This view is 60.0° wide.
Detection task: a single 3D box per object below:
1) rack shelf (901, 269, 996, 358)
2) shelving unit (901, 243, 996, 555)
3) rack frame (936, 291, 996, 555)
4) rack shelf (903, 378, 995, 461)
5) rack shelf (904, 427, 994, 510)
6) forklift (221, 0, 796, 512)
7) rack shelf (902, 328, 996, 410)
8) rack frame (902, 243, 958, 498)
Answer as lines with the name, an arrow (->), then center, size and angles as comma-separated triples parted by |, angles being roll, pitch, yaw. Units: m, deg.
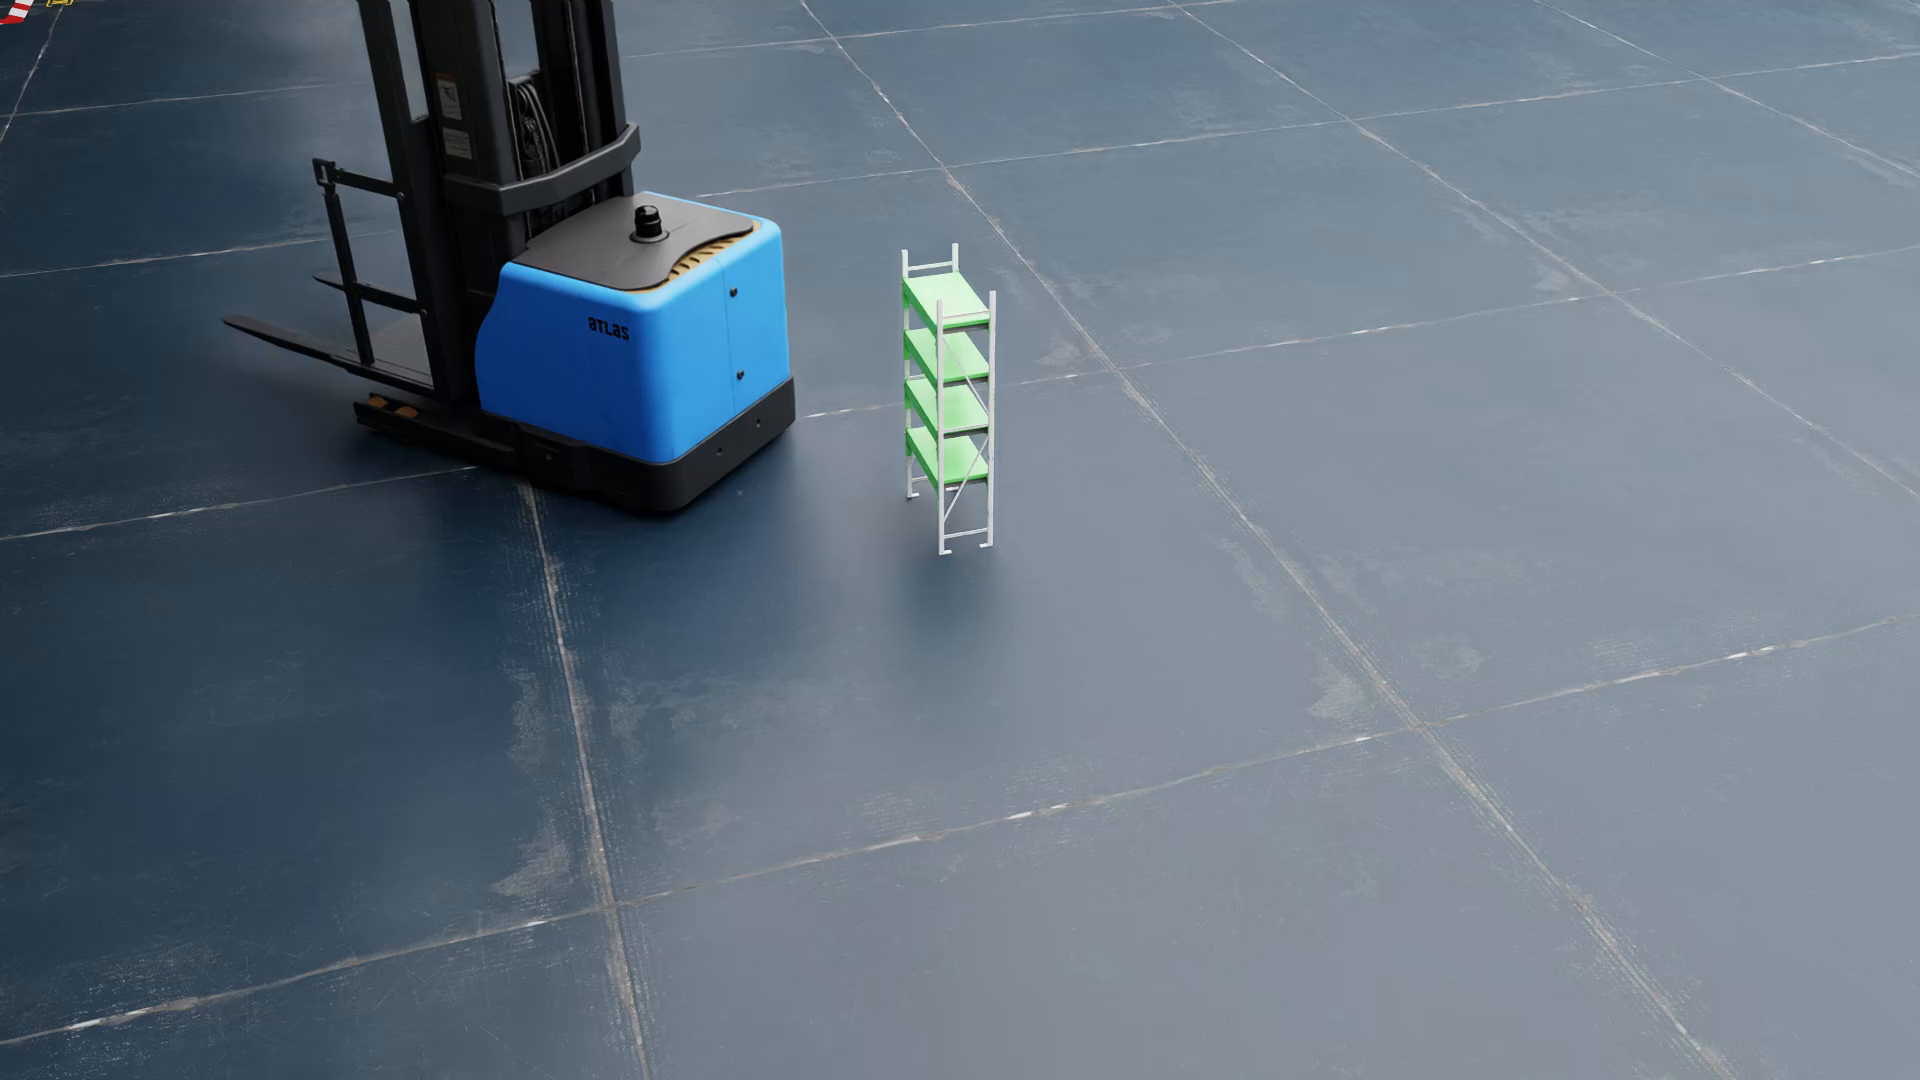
rack shelf -> -0.050, -0.935, 6.821 | 0.258, 0.148, 0.480 | -10, 35, -15
shelving unit -> -0.050, -0.587, 7.051 | 0.258, 1.200, 0.503 | -10, 35, -15
rack frame -> 0.024, -0.459, 6.857 | 0.240, 1.200, 0.015 | -10, 35, -15
rack shelf -> -0.050, -0.534, 7.086 | 0.258, 0.148, 0.480 | -10, 35, -15
rack shelf -> -0.050, -0.334, 7.218 | 0.258, 0.148, 0.480 | -10, 35, -15
forklift -> -2.327, -1.928, 7.509 | 3.031, 2.935, 1.130 | 17, 37, 24
rack shelf -> -0.050, -0.734, 6.954 | 0.258, 0.148, 0.480 | -10, 35, -15
rack frame -> -0.125, -0.716, 7.245 | 0.240, 1.200, 0.015 | -10, 35, -15
